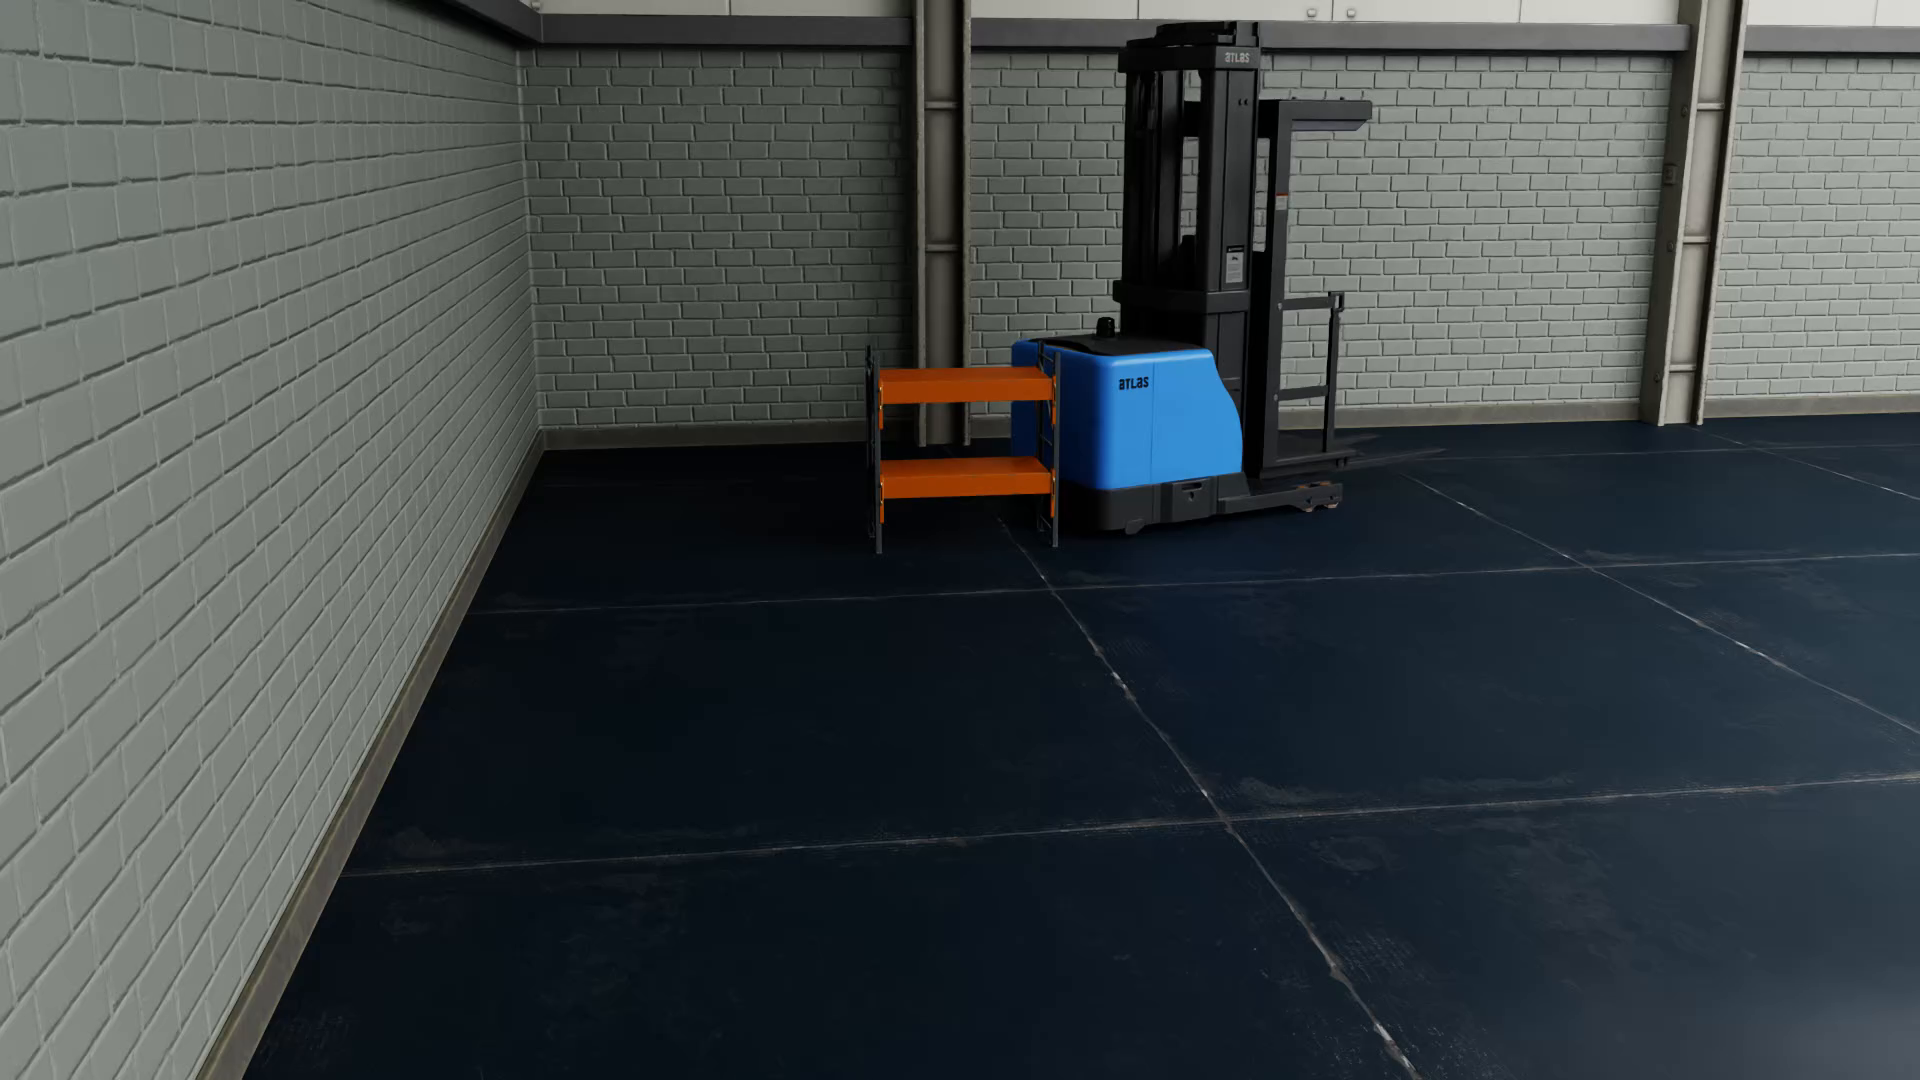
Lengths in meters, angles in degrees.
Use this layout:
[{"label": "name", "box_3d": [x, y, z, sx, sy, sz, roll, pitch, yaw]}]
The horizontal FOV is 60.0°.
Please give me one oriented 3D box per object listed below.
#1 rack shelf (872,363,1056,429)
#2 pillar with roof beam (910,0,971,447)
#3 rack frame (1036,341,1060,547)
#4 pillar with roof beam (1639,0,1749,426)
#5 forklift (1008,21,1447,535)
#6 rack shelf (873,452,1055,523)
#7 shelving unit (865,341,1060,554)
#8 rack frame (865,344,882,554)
[{"label": "rack shelf", "box_3d": [0.007, -0.830, 9.515, 1.000, 0.278, 0.538, -2, 14, -8]}, {"label": "pillar with roof beam", "box_3d": [0.500, -4.077, 7.478, 0.400, 9.000, 9.100, -2, 14, -8]}, {"label": "rack frame", "box_3d": [0.509, -0.564, 9.659, 0.032, 1.125, 0.500, -2, 14, -8]}, {"label": "pillar with roof beam", "box_3d": [6.433, -4.294, 8.345, 0.400, 9.000, 9.100, -2, 14, -8]}, {"label": "forklift", "box_3d": [1.828, -1.696, 10.458, 3.031, 2.935, 1.130, -8, 16, -30]}, {"label": "rack shelf", "box_3d": [0.007, -0.309, 9.645, 1.000, 0.278, 0.538, -2, 14, -8]}, {"label": "shelving unit", "box_3d": [0.007, -0.546, 9.586, 1.048, 1.125, 0.538, -2, 14, -8]}, {"label": "rack frame", "box_3d": [-0.496, -0.527, 9.513, 0.032, 1.125, 0.500, -2, 14, -8]}]
